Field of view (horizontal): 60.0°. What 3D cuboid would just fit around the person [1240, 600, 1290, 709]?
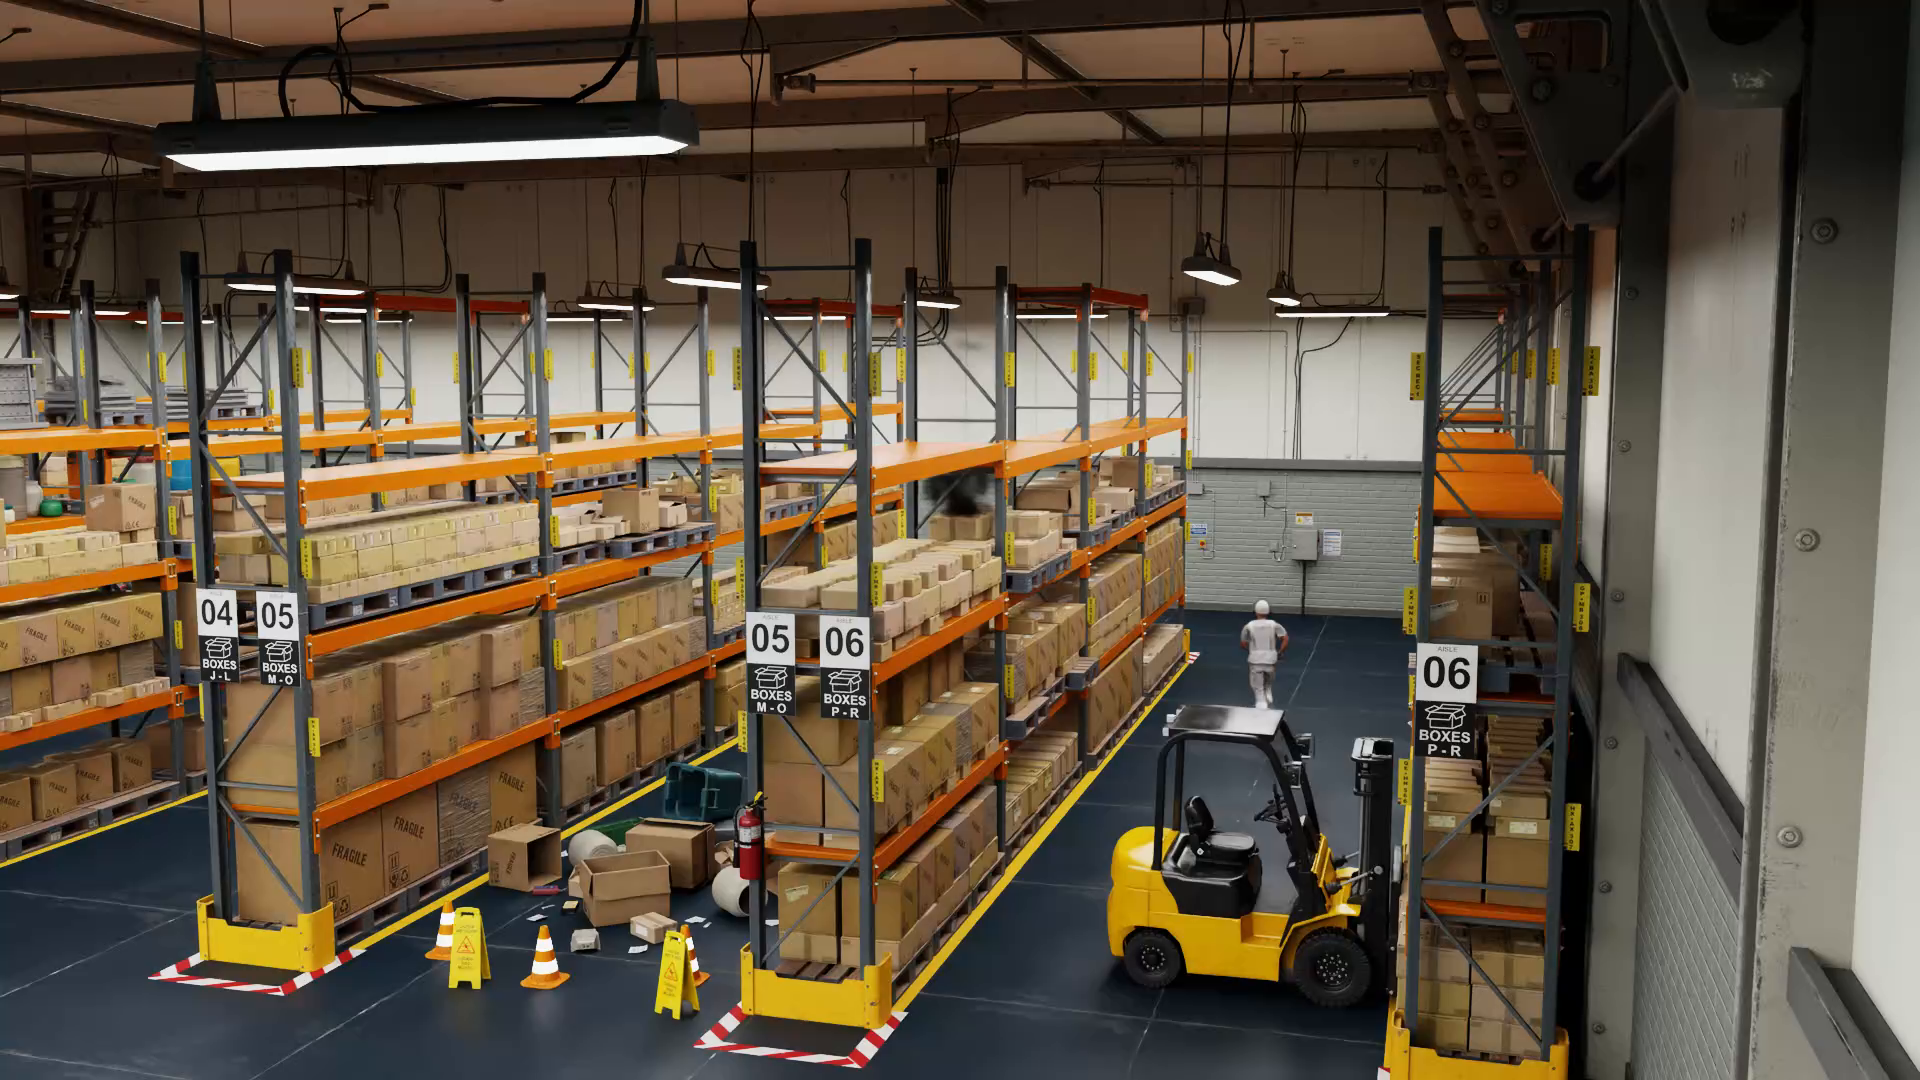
[{"bbox_3d":[4.155,1.732,22.861,0.632,1.830,0.754,0,6,-3],"label":"person"}]
